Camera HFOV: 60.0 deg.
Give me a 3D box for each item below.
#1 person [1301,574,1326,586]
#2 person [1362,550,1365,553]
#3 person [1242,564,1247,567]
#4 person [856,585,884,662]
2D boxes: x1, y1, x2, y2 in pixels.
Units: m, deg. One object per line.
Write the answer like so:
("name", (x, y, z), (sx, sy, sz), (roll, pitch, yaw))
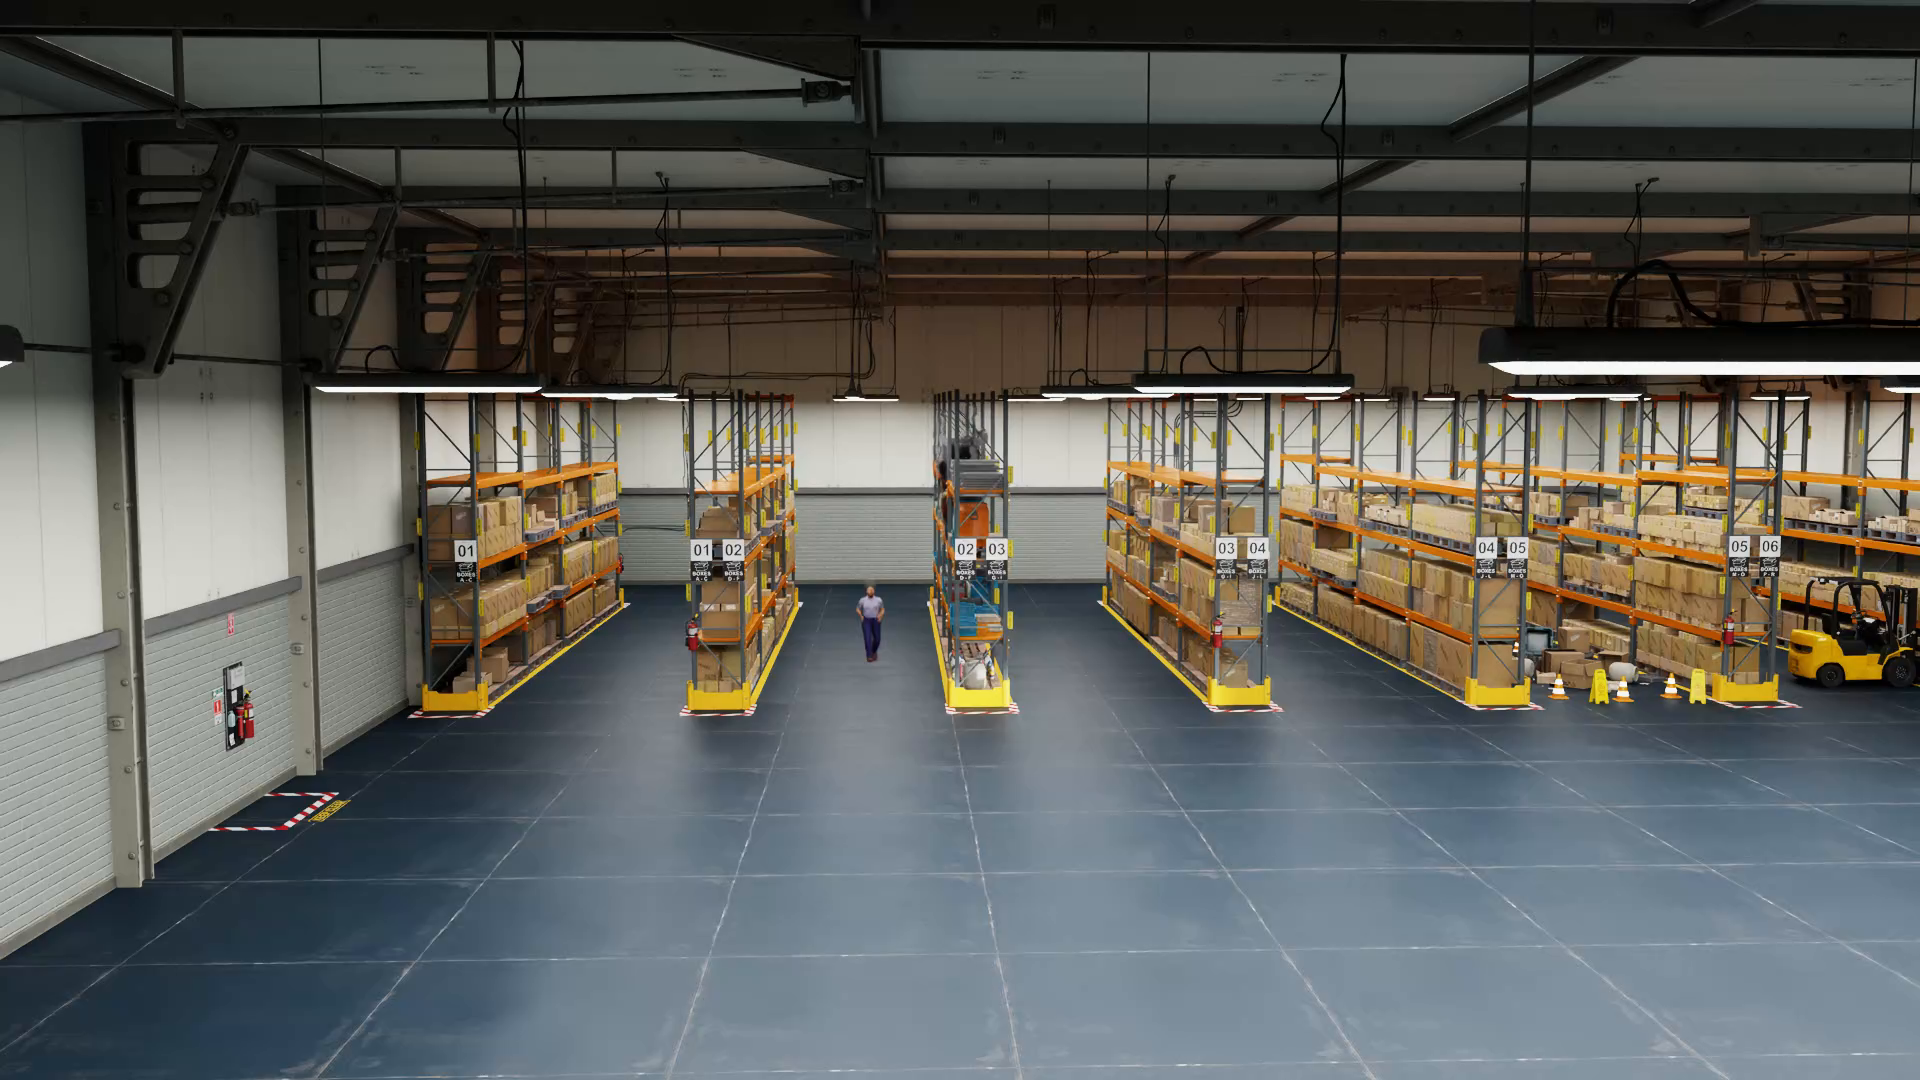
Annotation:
("person", (10.317, 0.828, 48.807), (1.064, 1.763, 0.702), (-1, 5, -11))
("person", (11.177, 1.132, 46.269), (0.580, 1.710, 0.713), (-1, 5, -7))
("person", (7.882, 0.982, 47.936), (0.862, 1.686, 0.550), (2, 5, 20))
("person", (-1.889, 1.770, 35.184), (0.605, 1.621, 0.533), (-1, 5, -9))
